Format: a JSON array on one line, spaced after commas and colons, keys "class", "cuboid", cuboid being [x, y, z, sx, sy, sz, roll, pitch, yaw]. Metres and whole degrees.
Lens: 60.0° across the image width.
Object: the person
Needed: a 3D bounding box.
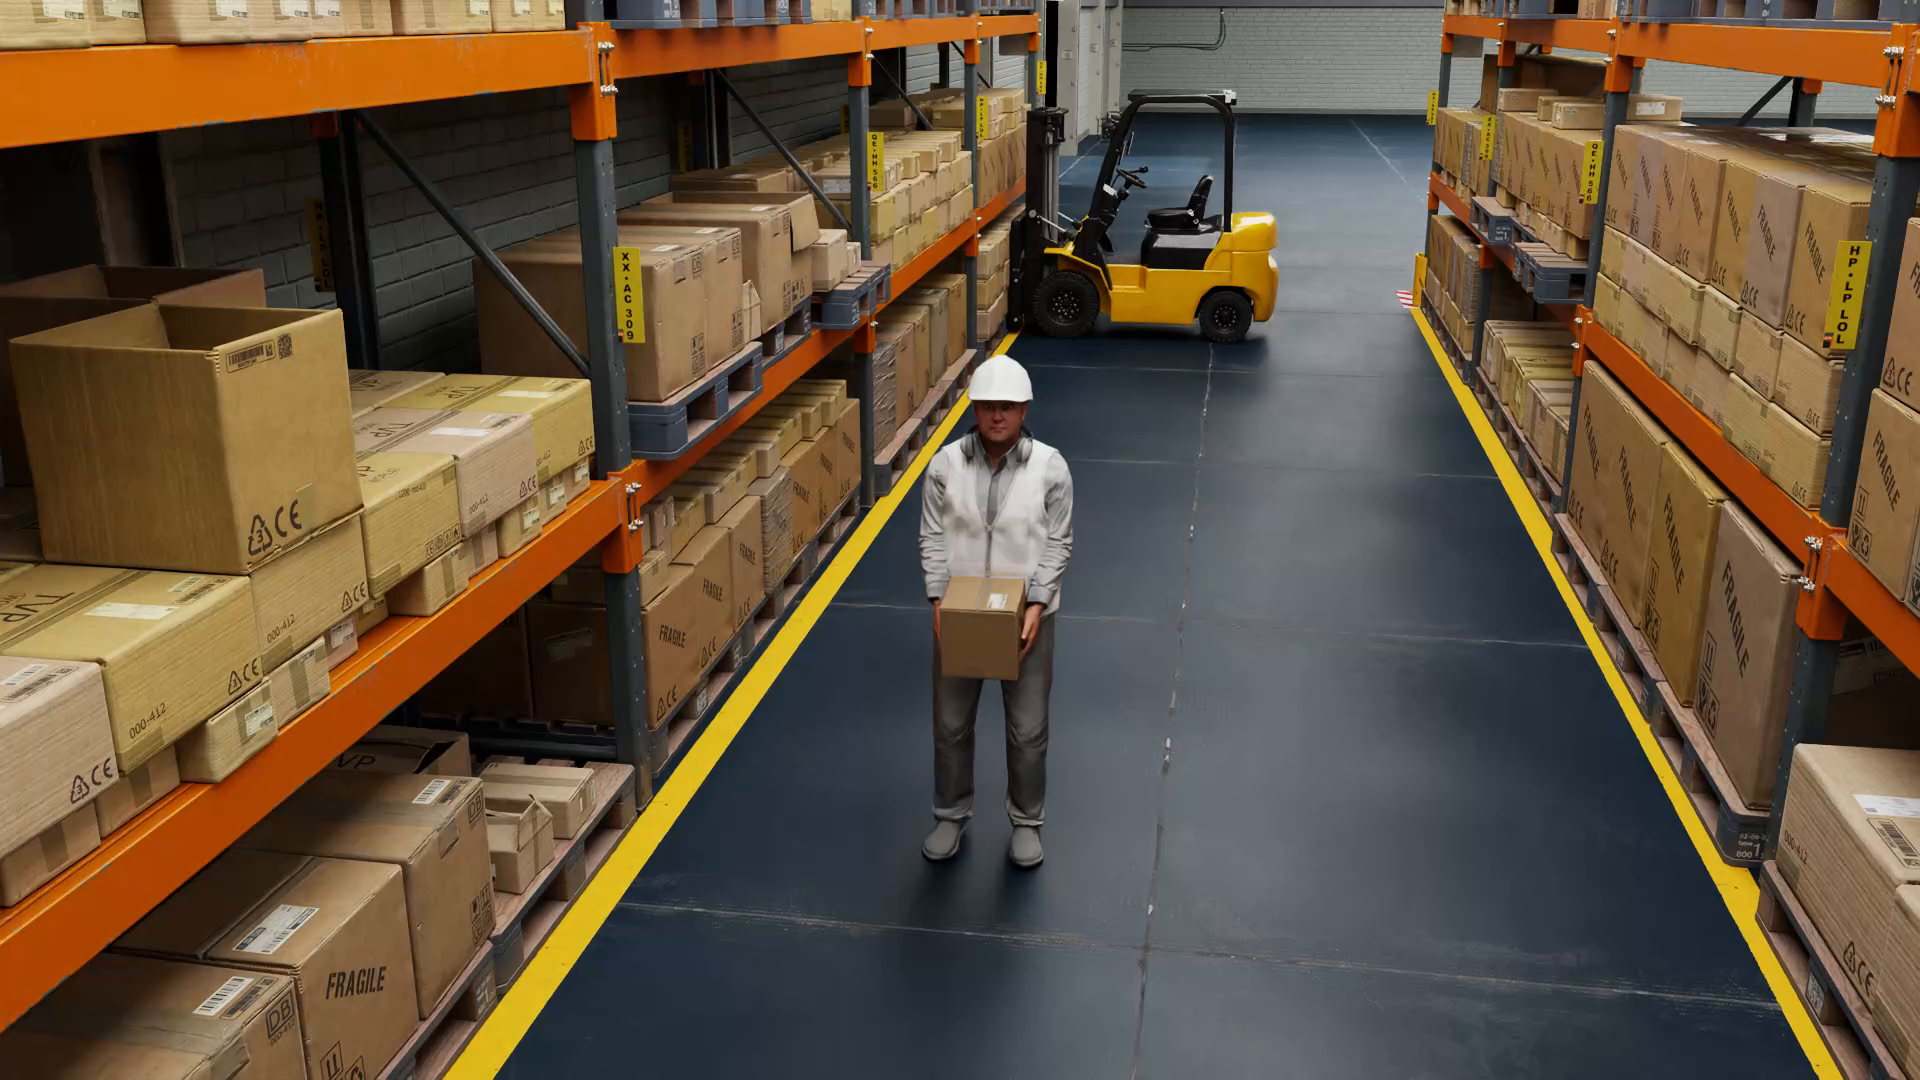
[{"class": "person", "cuboid": [0.115, 0.265, 5.670, 0.532, 1.779, 0.522, 3, 18, 8]}]
